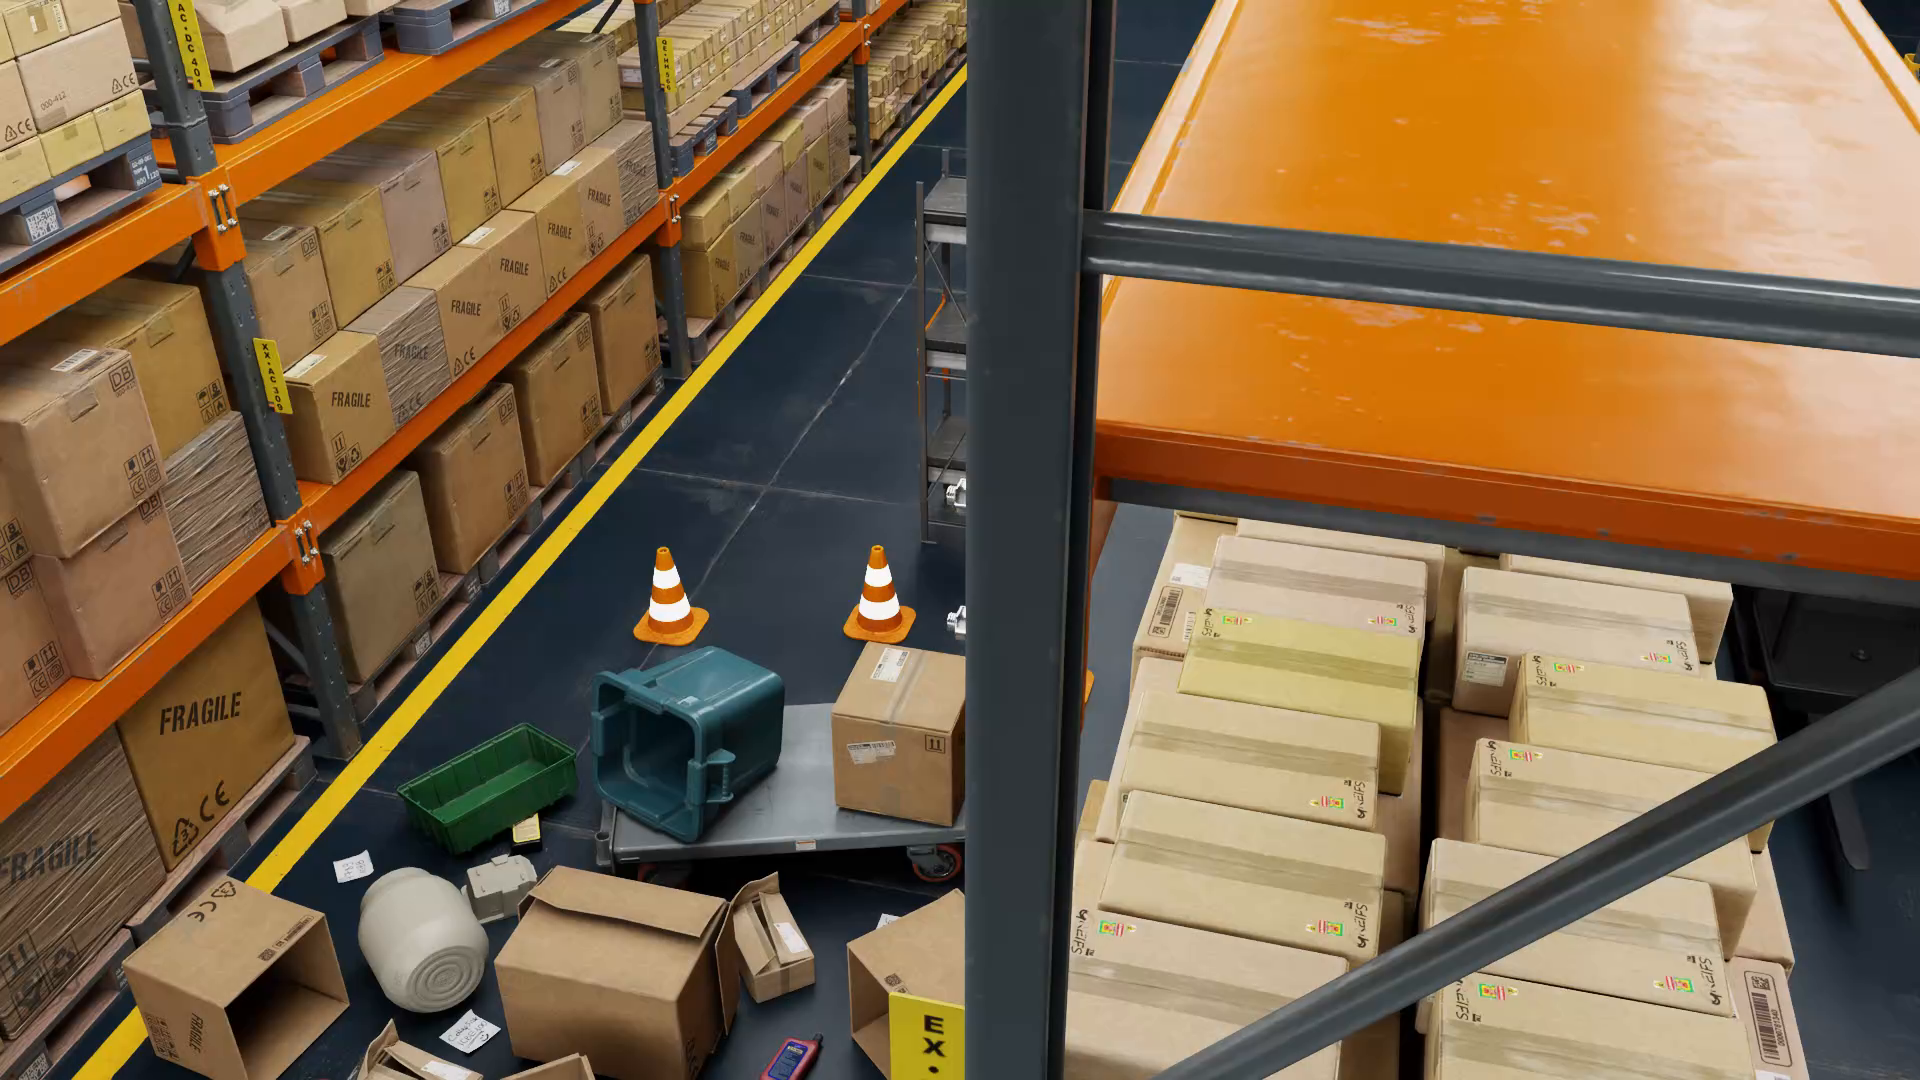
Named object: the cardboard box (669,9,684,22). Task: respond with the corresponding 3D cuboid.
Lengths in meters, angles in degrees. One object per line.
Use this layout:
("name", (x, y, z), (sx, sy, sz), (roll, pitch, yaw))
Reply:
("cardboard box", (-2.205, -3.727, 11.952), (0.380, 0.149, 0.250), (7, 33, 11))

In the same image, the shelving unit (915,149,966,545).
("shelving unit", (0.042, -0.972, 8.892), (0.431, 2.100, 0.503), (8, 33, 12))

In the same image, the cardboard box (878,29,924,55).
("cardboard box", (-0.556, -4.667, 15.576), (0.380, 0.149, 0.250), (8, 33, 13))

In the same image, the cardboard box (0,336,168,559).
("cardboard box", (-3.450, -0.363, 5.949), (0.875, 0.550, 0.550), (8, 33, 12))

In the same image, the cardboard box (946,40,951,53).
("cardboard box", (-0.300, -4.959, 16.591), (0.380, 0.149, 0.250), (8, 33, 12))

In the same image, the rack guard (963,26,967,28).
("rack guard", (-0.270, -5.465, 17.450), (1.175, 0.500, 0.348), (8, 33, 12))

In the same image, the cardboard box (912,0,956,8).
("cardboard box", (-0.259, -5.353, 16.655), (0.380, 0.149, 0.250), (9, 33, 13))

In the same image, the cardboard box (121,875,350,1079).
("cardboard box", (-2.697, 1.667, 6.230), (0.500, 0.500, 0.500), (14, 35, 21))

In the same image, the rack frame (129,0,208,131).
("rack frame", (-3.296, -2.864, 5.437), (1.000, 3.000, 0.127), (8, 33, 12))

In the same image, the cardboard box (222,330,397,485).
("cardboard box", (-2.902, -0.611, 7.391), (0.500, 0.500, 0.500), (8, 33, 13))

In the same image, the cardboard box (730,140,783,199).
("cardboard box", (-1.605, -2.690, 11.995), (0.500, 0.250, 0.500), (8, 33, 13))

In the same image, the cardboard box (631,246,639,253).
("cardboard box", (-2.367, -1.907, 11.463), (0.500, 0.500, 0.500), (8, 33, 12))

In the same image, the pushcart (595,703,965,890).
("pushcart", (-0.700, 1.111, 7.220), (1.648, 0.377, 0.936), (-3, 33, -4))

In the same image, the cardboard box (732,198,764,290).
("cardboard box", (-1.730, -2.124, 11.803), (0.500, 0.500, 0.500), (8, 33, 13))

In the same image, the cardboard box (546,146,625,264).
("cardboard box", (-2.263, -1.921, 9.453), (0.500, 0.500, 0.500), (8, 33, 12))

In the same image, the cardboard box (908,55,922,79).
("cardboard box", (-0.571, -4.404, 15.440), (0.380, 0.149, 0.250), (8, 33, 12))

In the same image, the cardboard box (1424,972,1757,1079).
("cardboard box", (0.790, 0.712, 2.099), (0.380, 0.149, 0.250), (8, 33, 12))

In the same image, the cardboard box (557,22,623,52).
("cardboard box", (-2.467, -3.313, 11.023), (0.380, 0.149, 0.250), (9, 34, 14))

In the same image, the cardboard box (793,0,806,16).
("cardboard box", (-1.372, -4.039, 12.443), (0.380, 0.149, 0.250), (7, 33, 11))

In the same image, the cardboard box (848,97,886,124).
("cardboard box", (-0.864, -3.728, 14.376), (0.380, 0.149, 0.250), (10, 34, 15))

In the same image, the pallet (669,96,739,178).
("pallet", (-2.203, -2.711, 10.968), (1.213, 0.211, 1.003), (8, 33, 12))

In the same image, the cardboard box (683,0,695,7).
("cardboard box", (-2.138, -3.993, 12.093), (0.380, 0.149, 0.250), (9, 34, 14))

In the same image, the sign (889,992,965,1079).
("sign", (-0.029, 0.639, 1.897), (0.100, 0.325, 0.005), (8, 33, 12))

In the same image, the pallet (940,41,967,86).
("pallet", (-0.510, -4.926, 16.872), (1.003, 0.211, 1.213), (8, 33, 12))

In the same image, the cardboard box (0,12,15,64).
("cardboard box", (-3.209, -1.553, 5.178), (0.380, 0.149, 0.250), (8, 33, 12))

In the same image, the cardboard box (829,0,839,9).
("cardboard box", (-1.175, -4.322, 13.165), (0.380, 0.149, 0.250), (7, 33, 11))

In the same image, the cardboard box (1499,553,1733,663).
("cardboard box", (1.213, 0.071, 3.106), (0.380, 0.149, 0.250), (9, 34, 14))

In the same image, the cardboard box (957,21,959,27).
("cardboard box", (-0.227, -5.218, 16.720), (0.380, 0.149, 0.250), (7, 33, 11))

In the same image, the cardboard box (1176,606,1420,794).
("cardboard box", (0.567, 0.265, 2.802), (0.380, 0.149, 0.250), (8, 33, 13))

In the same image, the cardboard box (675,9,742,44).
("cardboard box", (-1.709, -3.488, 11.299), (0.380, 0.149, 0.250), (10, 34, 15))

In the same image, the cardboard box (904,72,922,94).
("cardboard box", (-0.572, -4.282, 15.525), (0.380, 0.149, 0.250), (7, 33, 11))

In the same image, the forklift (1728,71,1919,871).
("forklift", (4.359, -0.447, 7.291), (1.130, 2.935, 3.031), (8, 33, 13))

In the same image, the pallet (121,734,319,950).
("pallet", (-3.564, 1.228, 7.191), (1.003, 0.211, 1.213), (8, 33, 12))

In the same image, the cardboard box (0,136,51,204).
("cardboard box", (-3.207, -1.214, 5.387), (0.380, 0.149, 0.250), (9, 33, 13))

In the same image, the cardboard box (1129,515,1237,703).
("cardboard box", (0.628, 0.204, 3.270), (0.500, 0.250, 0.500), (9, 34, 14))

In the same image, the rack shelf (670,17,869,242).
("rack shelf", (-1.773, -3.142, 12.137), (1.077, 0.370, 4.000), (8, 33, 12))

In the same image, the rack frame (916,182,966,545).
("rack frame", (-0.020, -0.845, 8.692), (0.400, 2.100, 0.015), (8, 33, 12))

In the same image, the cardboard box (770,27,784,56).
("cardboard box", (-1.502, -3.645, 12.101), (0.380, 0.149, 0.250), (9, 34, 14))

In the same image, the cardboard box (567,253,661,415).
("cardboard box", (-2.522, -1.332, 10.325), (1.050, 0.750, 0.750), (8, 33, 12))

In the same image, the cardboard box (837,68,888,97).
("cardboard box", (-0.851, -3.994, 14.518), (0.380, 0.149, 0.250), (10, 34, 15))

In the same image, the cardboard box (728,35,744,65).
("cardboard box", (-1.705, -3.368, 11.388), (0.380, 0.149, 0.250), (8, 33, 12))

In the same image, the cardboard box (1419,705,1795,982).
("cardboard box", (1.025, 0.552, 2.722), (0.500, 0.250, 0.500), (8, 33, 12))

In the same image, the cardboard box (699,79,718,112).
("cardboard box", (-1.836, -2.963, 11.028), (0.380, 0.149, 0.250), (10, 34, 15))

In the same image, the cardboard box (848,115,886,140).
("cardboard box", (-0.862, -3.603, 14.457), (0.380, 0.149, 0.250), (7, 33, 10))

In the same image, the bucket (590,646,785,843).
("bucket", (-1.100, 0.792, 6.912), (0.726, 0.611, 0.620), (20, 28, 29))

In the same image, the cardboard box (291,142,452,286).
("cardboard box", (-2.918, -1.584, 7.991), (0.700, 0.500, 0.500), (8, 33, 13))

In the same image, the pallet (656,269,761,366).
("pallet", (-2.081, -1.636, 11.697), (1.003, 0.211, 1.213), (8, 33, 12))
